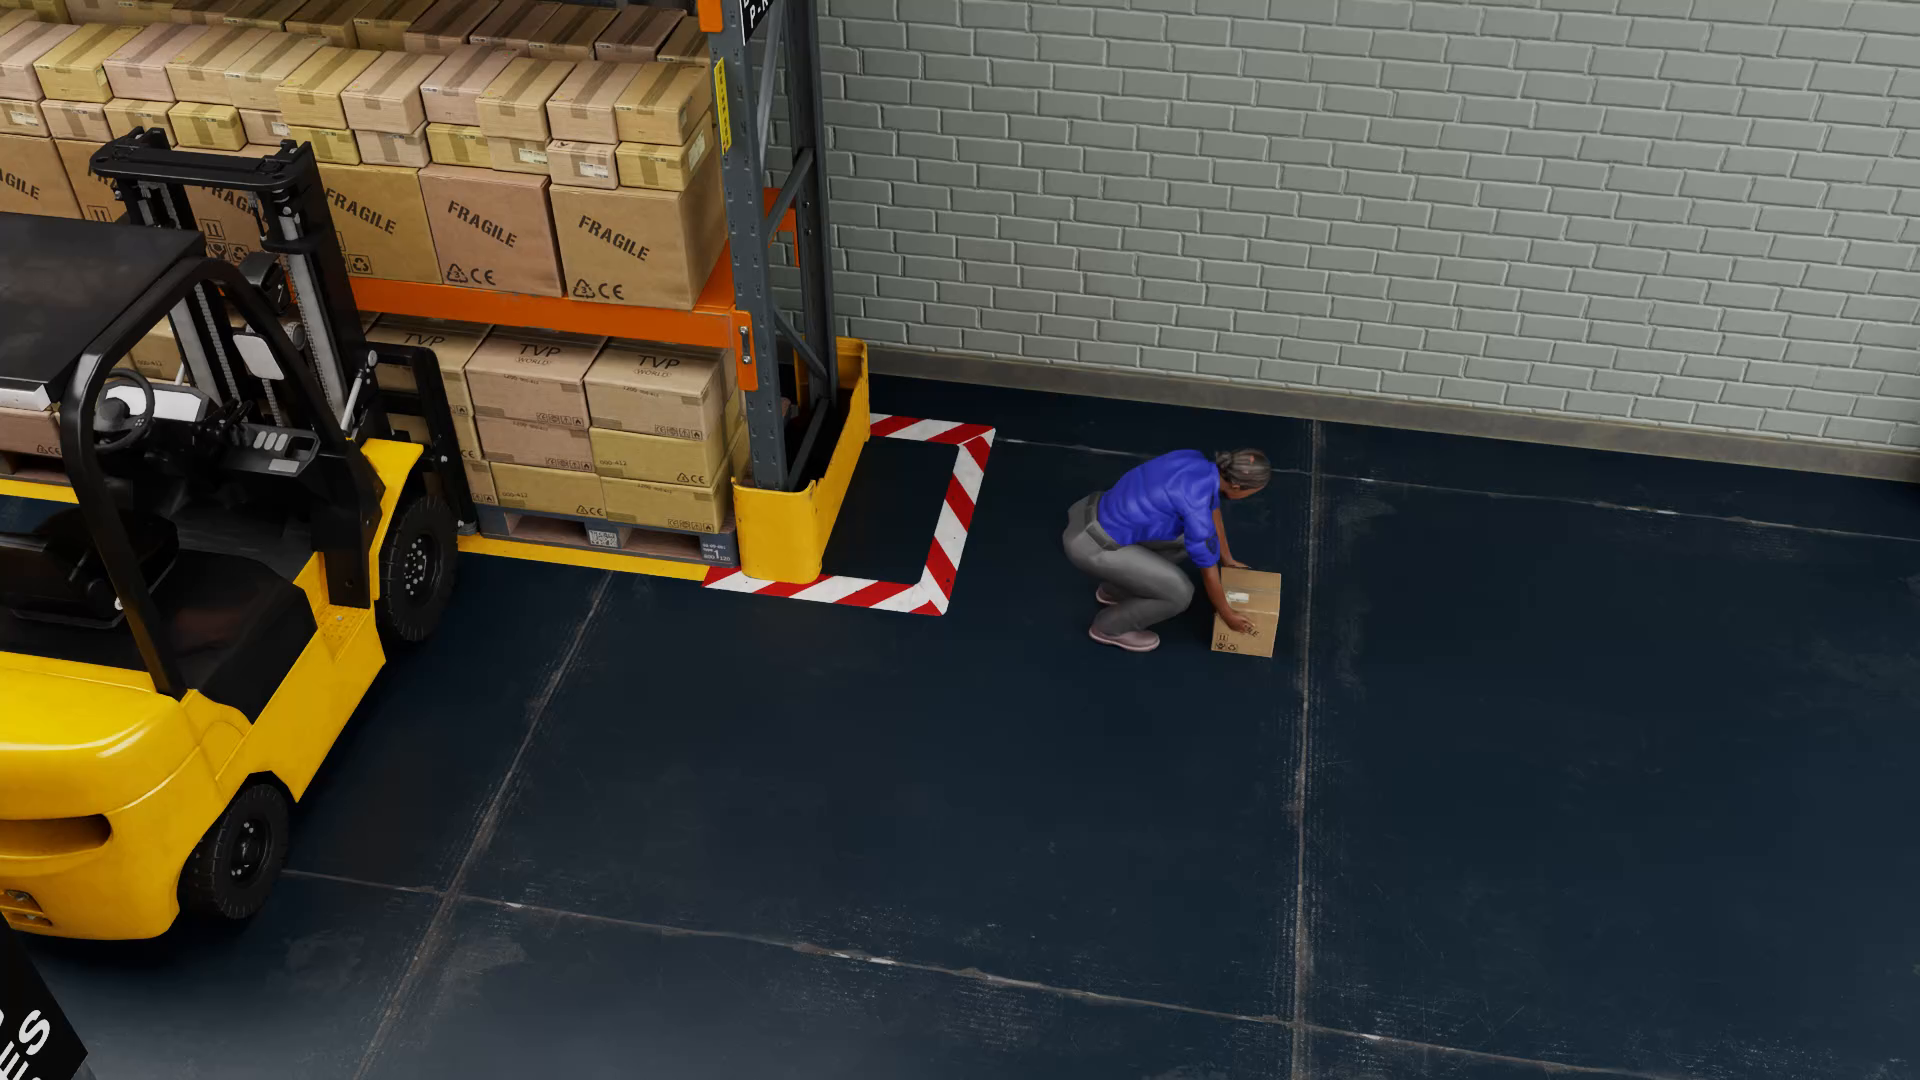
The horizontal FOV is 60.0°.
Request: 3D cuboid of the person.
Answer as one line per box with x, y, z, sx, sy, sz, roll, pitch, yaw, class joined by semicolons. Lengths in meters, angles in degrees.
0.827;0.000;6.739;0.807;0.911;0.483;6;41;7;person
